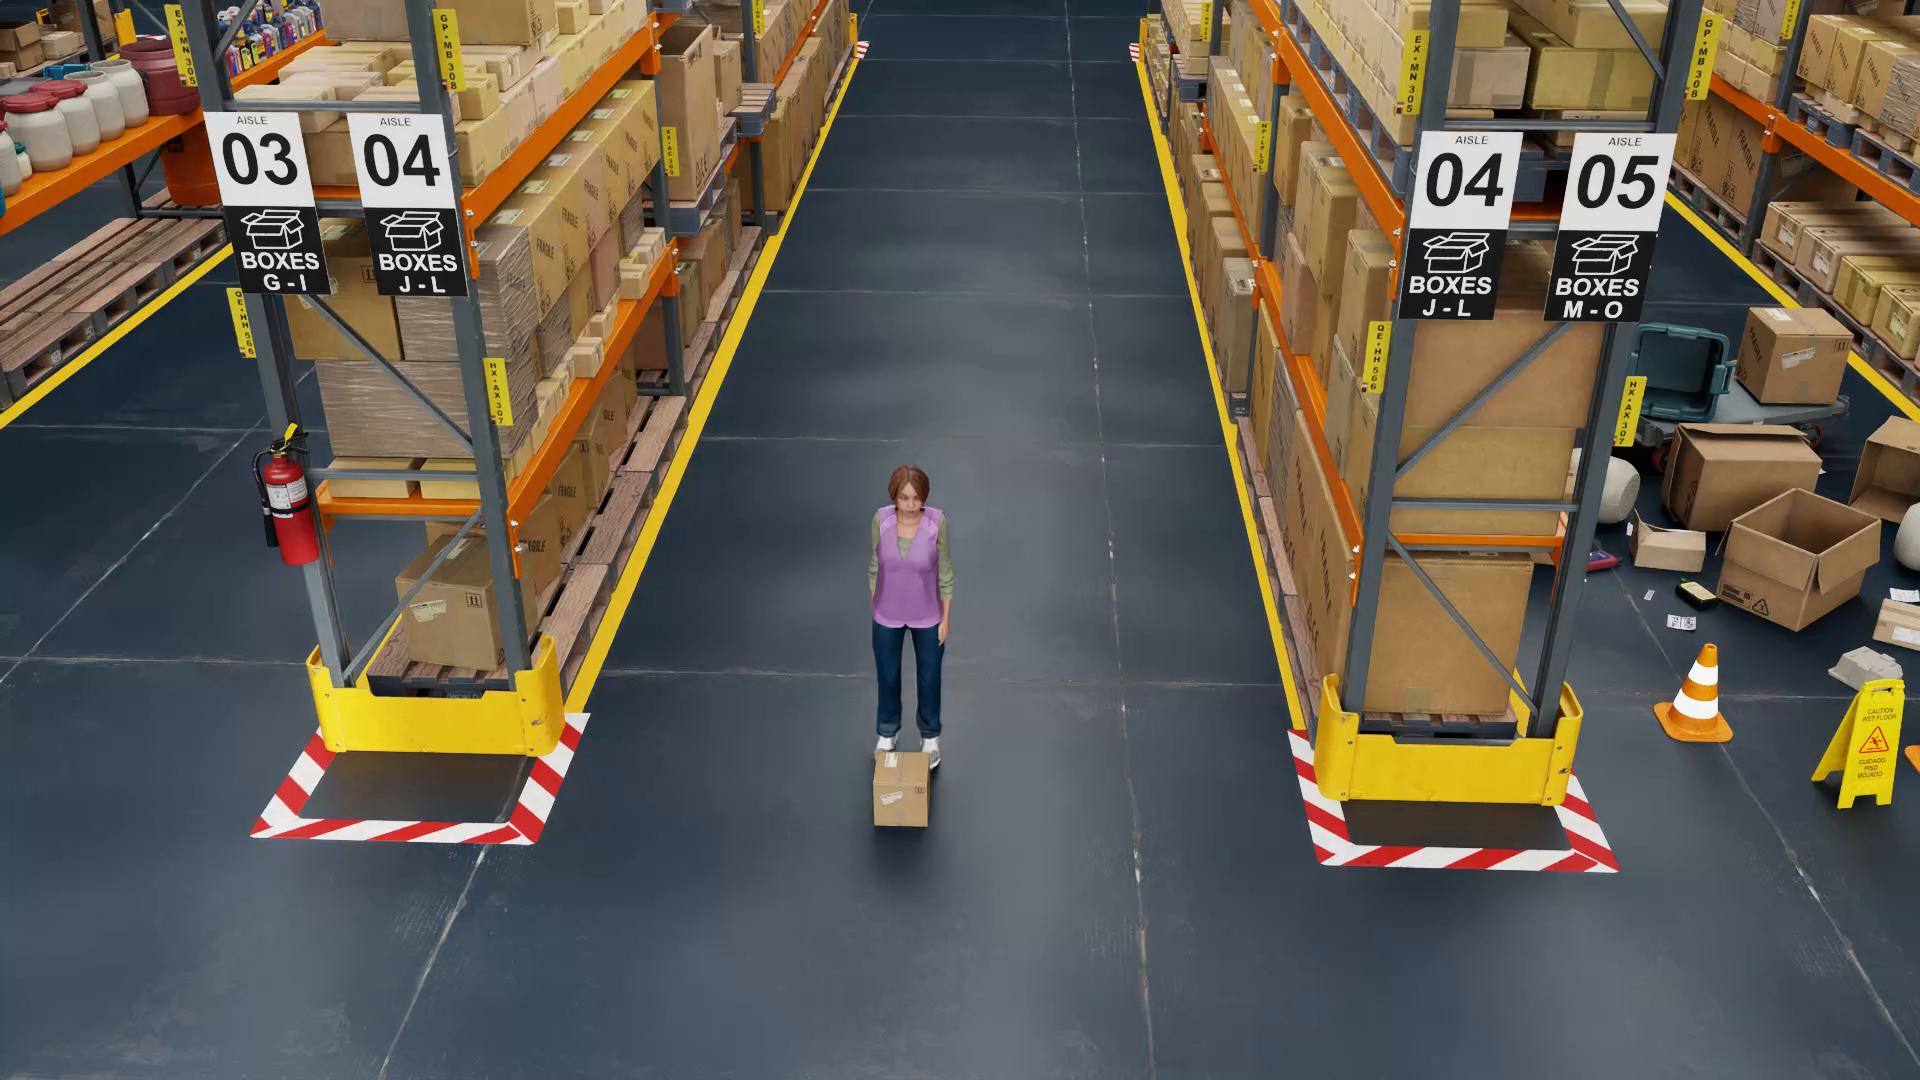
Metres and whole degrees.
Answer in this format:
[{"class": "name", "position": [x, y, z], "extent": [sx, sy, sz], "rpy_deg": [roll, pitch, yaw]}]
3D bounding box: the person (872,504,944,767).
[{"class": "person", "position": [-0.249, 0.476, 8.012], "extent": [0.361, 1.387, 0.300], "rpy_deg": [2, 28, 3]}]
